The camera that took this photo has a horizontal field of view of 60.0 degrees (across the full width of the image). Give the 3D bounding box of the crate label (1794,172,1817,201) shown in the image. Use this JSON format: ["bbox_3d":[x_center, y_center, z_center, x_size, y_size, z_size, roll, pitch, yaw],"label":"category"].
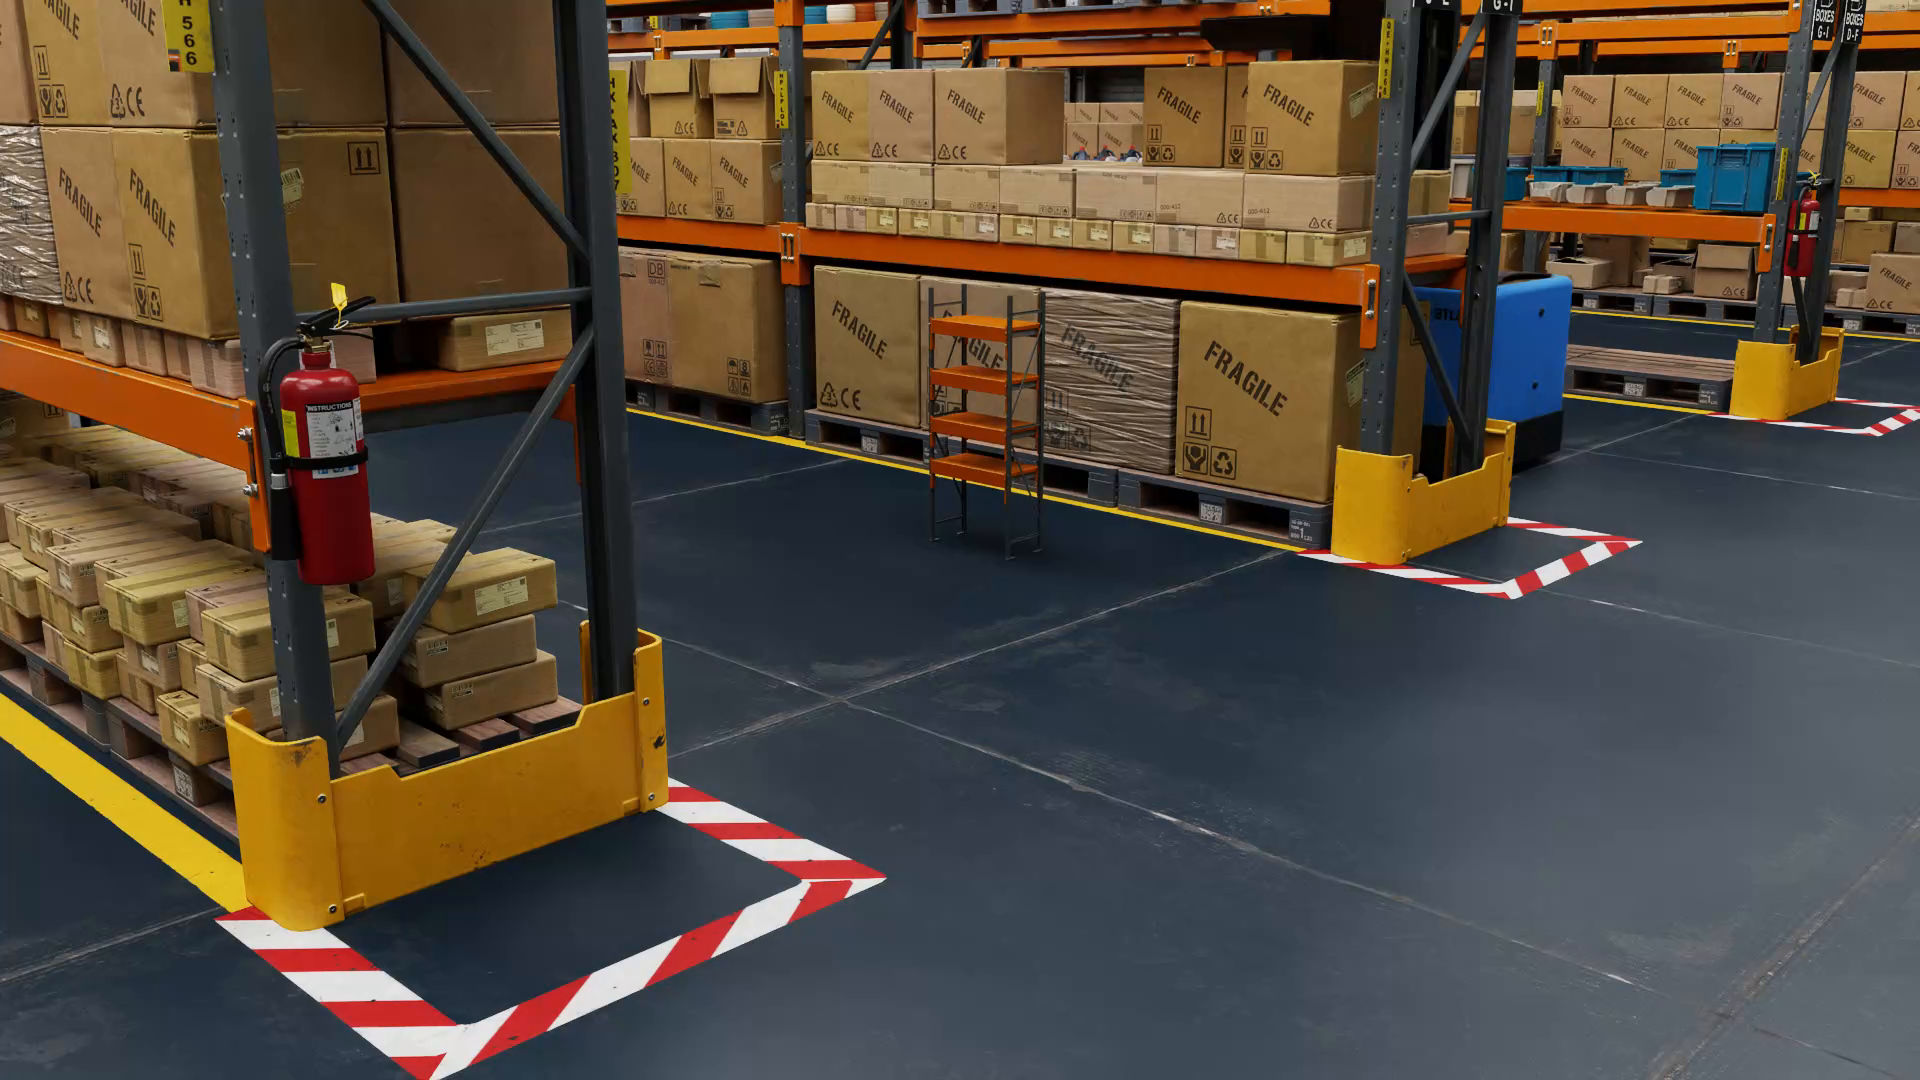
[{"bbox_3d":[5.690,-2.419,11.479,0.303,0.233,0.416,14,20,42],"label":"crate label"}]

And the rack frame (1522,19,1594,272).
[{"bbox_3d":[6.200,-3.966,17.205,0.127,3.000,1.000,14,20,42],"label":"rack frame"}]

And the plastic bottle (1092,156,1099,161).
[{"bbox_3d":[1.205,-3.282,14.834,0.097,0.271,0.097,0,15,0],"label":"plastic bottle"}]

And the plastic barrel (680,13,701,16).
[{"bbox_3d":[-3.173,-6.288,19.111,0.421,0.512,0.421,0,15,0],"label":"plastic barrel"}]

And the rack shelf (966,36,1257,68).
[{"bbox_3d":[1.881,-6.120,20.948,4.000,0.370,1.077,14,20,42],"label":"rack shelf"}]

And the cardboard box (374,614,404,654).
[{"bbox_3d":[-1.671,0.250,5.256,0.250,0.149,0.380,14,20,42],"label":"cardboard box"}]

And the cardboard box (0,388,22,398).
[{"bbox_3d":[-4.543,-0.820,7.767,0.500,0.250,0.500,13,19,40],"label":"cardboard box"}]

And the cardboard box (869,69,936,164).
[{"bbox_3d":[-0.162,-2.385,9.357,0.500,0.500,0.500,14,20,42],"label":"cardboard box"}]

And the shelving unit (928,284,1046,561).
[{"bbox_3d":[0.119,-0.552,7.670,0.503,1.200,0.258,14,20,42],"label":"shelving unit"}]

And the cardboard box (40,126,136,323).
[{"bbox_3d":[-2.184,-0.901,4.655,0.500,0.500,0.500,13,20,41],"label":"cardboard box"}]

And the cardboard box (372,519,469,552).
[{"bbox_3d":[-1.830,0.055,5.412,0.250,0.149,0.380,14,20,42],"label":"cardboard box"}]

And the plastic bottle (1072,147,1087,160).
[{"bbox_3d":[1.078,-3.338,14.892,0.185,0.351,0.144,14,20,42],"label":"plastic bottle"}]

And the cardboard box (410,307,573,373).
[{"bbox_3d":[-1.320,-0.581,4.710,0.250,0.149,0.380,13,20,42],"label":"cardboard box"}]

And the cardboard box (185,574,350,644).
[{"bbox_3d":[-2.013,0.201,4.852,0.380,0.149,0.250,-14,20,-43],"label":"cardboard box"}]

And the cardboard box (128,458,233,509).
[{"bbox_3d":[-2.970,-0.213,6.441,0.250,0.149,0.380,12,19,40],"label":"cardboard box"}]

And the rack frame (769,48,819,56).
[{"bbox_3d":[-2.438,-6.066,25.265,0.127,3.000,1.000,14,20,42],"label":"rack frame"}]

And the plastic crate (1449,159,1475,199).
[{"bbox_3d":[3.731,-2.739,12.610,0.530,0.282,0.437,14,20,42],"label":"plastic crate"}]

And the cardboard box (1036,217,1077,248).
[{"bbox_3d":[0.616,-1.617,8.688,0.380,0.149,0.250,-14,20,-43],"label":"cardboard box"}]

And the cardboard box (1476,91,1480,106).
[{"bbox_3d":[7.292,-5.911,22.353,0.500,0.250,0.500,13,20,41],"label":"cardboard box"}]

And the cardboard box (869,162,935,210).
[{"bbox_3d":[-0.168,-2.022,9.452,0.500,0.250,0.500,14,20,42],"label":"cardboard box"}]

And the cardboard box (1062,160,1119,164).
[{"bbox_3d":[0.563,-2.031,9.486,0.500,0.250,0.500,-14,20,-43],"label":"cardboard box"}]

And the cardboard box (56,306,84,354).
[{"bbox_3d":[-2.458,-0.654,4.990,0.250,0.149,0.380,13,19,40],"label":"cardboard box"}]

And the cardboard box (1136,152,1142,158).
[{"bbox_3d":[2.364,-4.758,20.741,0.380,0.149,0.250,-13,19,-40],"label":"cardboard box"}]

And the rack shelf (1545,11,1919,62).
[{"bbox_3d":[7.640,-4.720,15.574,4.000,0.370,1.077,14,20,42],"label":"rack shelf"}]

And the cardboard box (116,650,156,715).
[{"bbox_3d":[-2.411,0.407,5.244,0.250,0.149,0.380,14,20,43],"label":"cardboard box"}]

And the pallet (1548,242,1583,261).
[{"bbox_3d":[8.146,-3.852,22.295,1.213,0.211,1.003,14,20,42],"label":"pallet"}]

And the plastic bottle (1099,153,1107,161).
[{"bbox_3d":[1.323,-3.459,15.492,0.133,0.283,0.061,14,20,42],"label":"plastic bottle"}]

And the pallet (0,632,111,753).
[{"bbox_3d":[-2.804,0.388,6.025,1.213,0.211,1.003,14,20,42],"label":"pallet"}]

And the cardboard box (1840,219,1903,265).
[{"bbox_3d":[10.830,-3.531,19.661,0.700,0.500,0.500,-14,20,-43],"label":"cardboard box"}]

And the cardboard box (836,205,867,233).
[{"bbox_3d":[-0.507,-1.889,9.731,0.250,0.149,0.380,13,19,40],"label":"cardboard box"}]

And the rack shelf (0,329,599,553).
[{"bbox_3d":[-2.754,-0.588,5.667,4.000,0.370,1.077,14,20,42],"label":"rack shelf"}]

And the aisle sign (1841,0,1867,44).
[{"bbox_3d":[5.897,-3.667,10.901,0.004,0.787,0.394,14,20,42],"label":"aisle sign"}]

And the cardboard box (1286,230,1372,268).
[{"bbox_3d":[1.716,-1.350,7.661,0.380,0.149,0.250,-14,20,-43],"label":"cardboard box"}]

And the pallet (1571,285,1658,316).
[{"bbox_3d":[6.694,-2.496,17.095,1.213,0.211,1.003,14,20,42],"label":"pallet"}]

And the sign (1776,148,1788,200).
[{"bbox_3d":[5.269,-2.344,10.656,0.005,0.325,0.100,14,20,42],"label":"sign"}]

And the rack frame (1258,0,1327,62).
[{"bbox_3d":[2.759,-3.068,13.757,0.127,3.000,1.000,14,20,42],"label":"rack frame"}]

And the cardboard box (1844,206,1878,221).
[{"bbox_3d":[10.599,-3.840,19.557,0.250,0.149,0.380,13,19,41],"label":"cardboard box"}]

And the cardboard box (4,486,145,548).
[{"bbox_3d":[-3.133,-0.072,5.901,0.250,0.149,0.380,13,19,40],"label":"cardboard box"}]

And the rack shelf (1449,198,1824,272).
[{"bbox_3d":[4.199,-2.370,12.504,4.000,0.370,1.077,14,20,42],"label":"rack shelf"}]

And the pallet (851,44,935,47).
[{"bbox_3d":[-1.065,-7.133,23.586,1.213,0.211,1.003,14,20,42],"label":"pallet"}]

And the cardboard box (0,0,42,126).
[{"bbox_3d":[-2.562,-1.475,4.874,0.500,0.500,0.500,-13,20,-41],"label":"cardboard box"}]

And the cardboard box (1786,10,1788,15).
[{"bbox_3d":[7.806,-4.862,14.991,0.500,0.250,0.500,14,20,42],"label":"cardboard box"}]

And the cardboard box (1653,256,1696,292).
[{"bbox_3d":[7.347,-2.699,16.800,0.500,0.311,0.500,14,20,42],"label":"cardboard box"}]

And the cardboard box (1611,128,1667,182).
[{"bbox_3d":[6.749,-3.787,16.319,0.500,0.500,0.500,14,20,43],"label":"cardboard box"}]

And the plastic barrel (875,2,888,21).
[{"bbox_3d":[-0.561,-5.645,16.705,0.600,0.901,0.600,0,15,0],"label":"plastic barrel"}]

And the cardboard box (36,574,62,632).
[{"bbox_3d":[-2.821,0.179,5.529,0.380,0.149,0.250,-13,20,-41],"label":"cardboard box"}]

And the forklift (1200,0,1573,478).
[{"bbox_3d":[2.088,-2.054,10.003,3.031,2.935,1.130,14,20,43],"label":"forklift"}]

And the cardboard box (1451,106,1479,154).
[{"bbox_3d":[5.475,-4.450,18.031,0.700,0.500,0.500,-11,18,-35],"label":"cardboard box"}]

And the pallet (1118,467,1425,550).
[{"bbox_3d":[1.571,-0.245,8.454,1.213,0.211,1.003,14,20,42],"label":"pallet"}]

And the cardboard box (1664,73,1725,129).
[{"bbox_3d":[7.086,-4.185,15.862,0.500,0.500,0.500,13,19,41],"label":"cardboard box"}]

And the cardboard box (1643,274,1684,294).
[{"bbox_3d":[6.982,-2.546,16.500,0.250,0.166,0.380,14,20,42],"label":"cardboard box"}]

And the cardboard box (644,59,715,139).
[{"bbox_3d":[-1.630,-2.935,11.060,0.637,0.503,0.797,14,20,43],"label":"cardboard box"}]

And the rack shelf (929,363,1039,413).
[{"bbox_3d":[0.119,-0.703,7.630,0.480,0.148,0.258,14,20,42],"label":"rack shelf"}]
